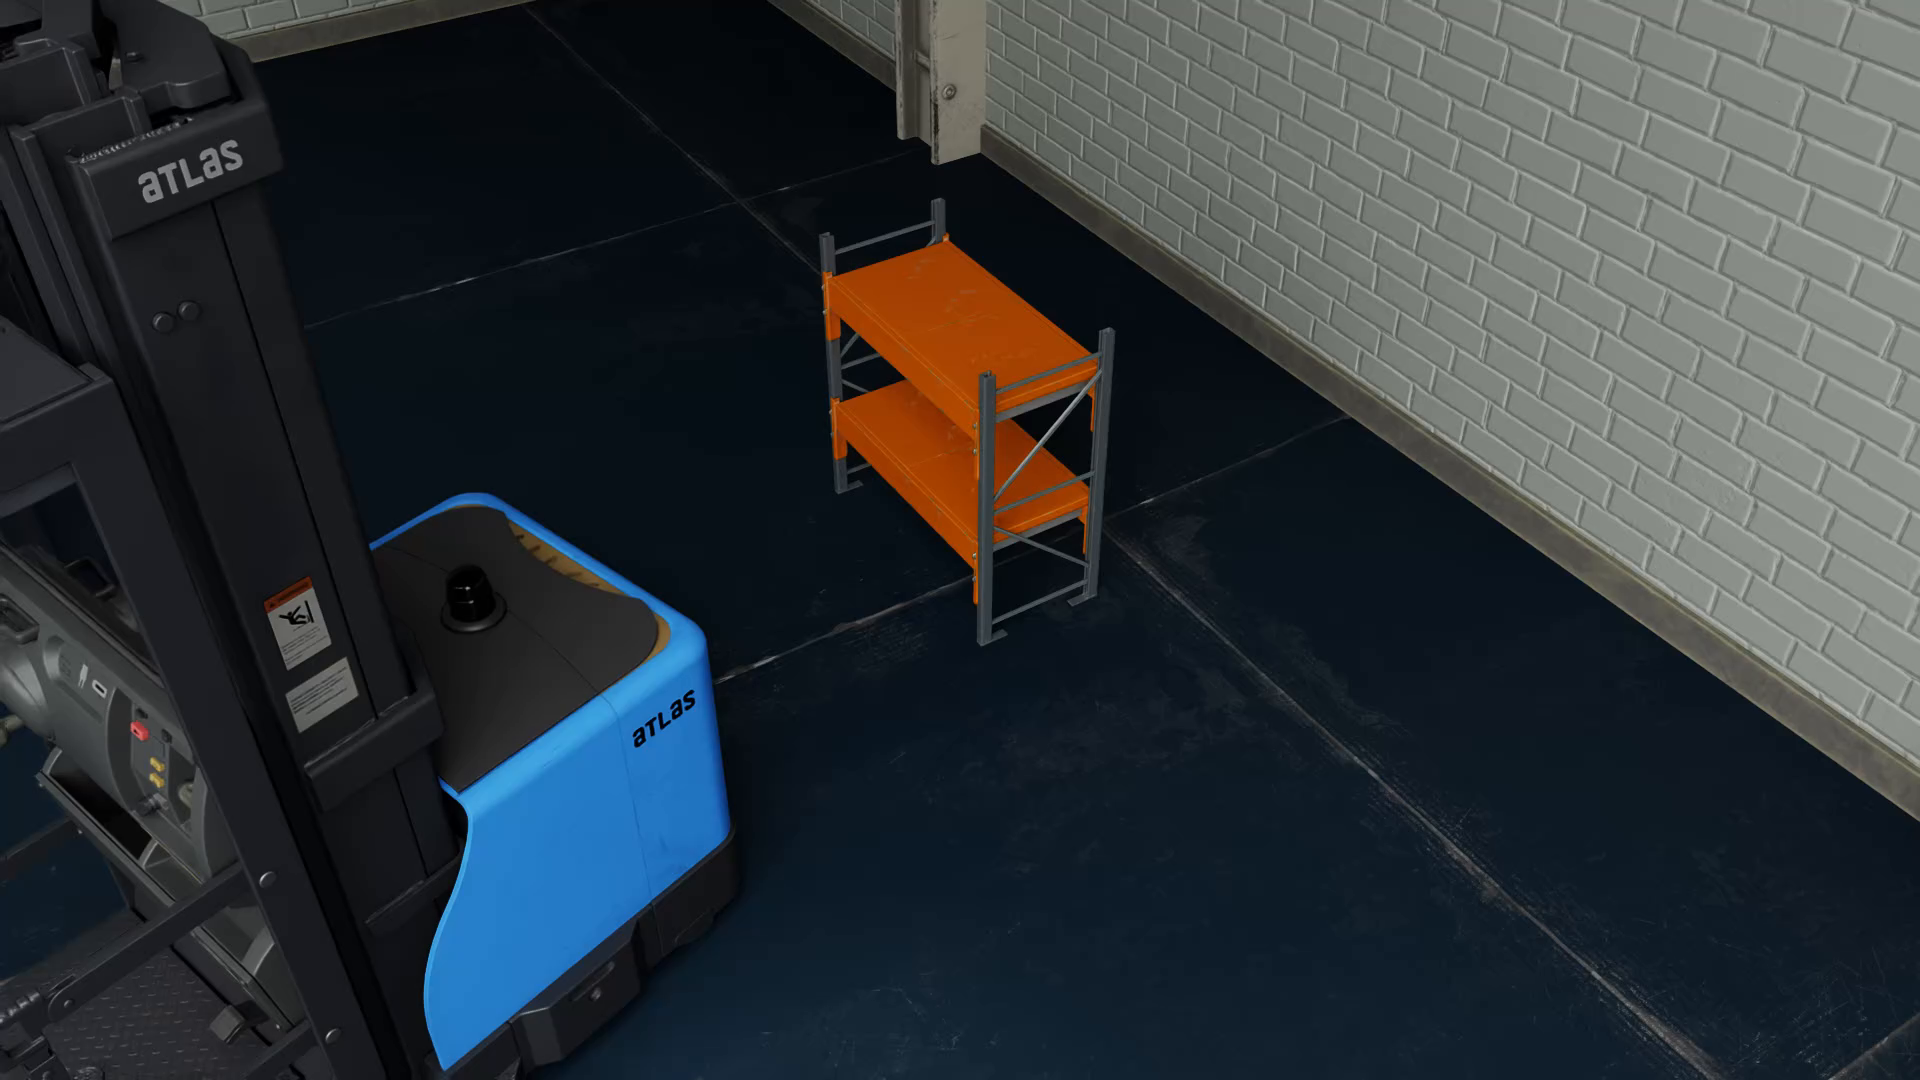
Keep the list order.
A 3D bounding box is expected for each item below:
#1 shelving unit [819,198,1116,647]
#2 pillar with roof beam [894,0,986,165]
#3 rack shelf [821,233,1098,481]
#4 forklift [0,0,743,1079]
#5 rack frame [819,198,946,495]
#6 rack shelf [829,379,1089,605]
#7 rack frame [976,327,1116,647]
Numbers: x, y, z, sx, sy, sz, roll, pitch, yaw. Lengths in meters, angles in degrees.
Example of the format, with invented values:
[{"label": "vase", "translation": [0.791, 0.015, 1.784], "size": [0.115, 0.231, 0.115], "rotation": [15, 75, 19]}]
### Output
[{"label": "shelving unit", "translation": [0.004, -0.428, 5.886], "size": [0.538, 1.125, 1.048], "rotation": [-22, 45, -24]}, {"label": "pillar with roof beam", "translation": [-3.730, -4.065, 4.099], "size": [9.100, 9.000, 0.400], "rotation": [-22, 45, -24]}, {"label": "rack shelf", "translation": [0.004, -0.653, 5.698], "size": [0.538, 0.278, 1.000], "rotation": [-22, 45, -24]}, {"label": "forklift", "translation": [-1.974, 0.457, 3.412], "size": [1.130, 2.935, 3.031], "rotation": [28, 47, 30]}, {"label": "rack frame", "translation": [-0.270, -0.703, 6.215], "size": [0.500, 1.125, 0.032], "rotation": [-22, 45, -24]}, {"label": "rack shelf", "translation": [0.004, -0.241, 6.042], "size": [0.538, 0.278, 1.000], "rotation": [-22, 45, -24]}, {"label": "rack frame", "translation": [0.277, -0.154, 5.556], "size": [0.500, 1.125, 0.032], "rotation": [-22, 45, -24]}]
